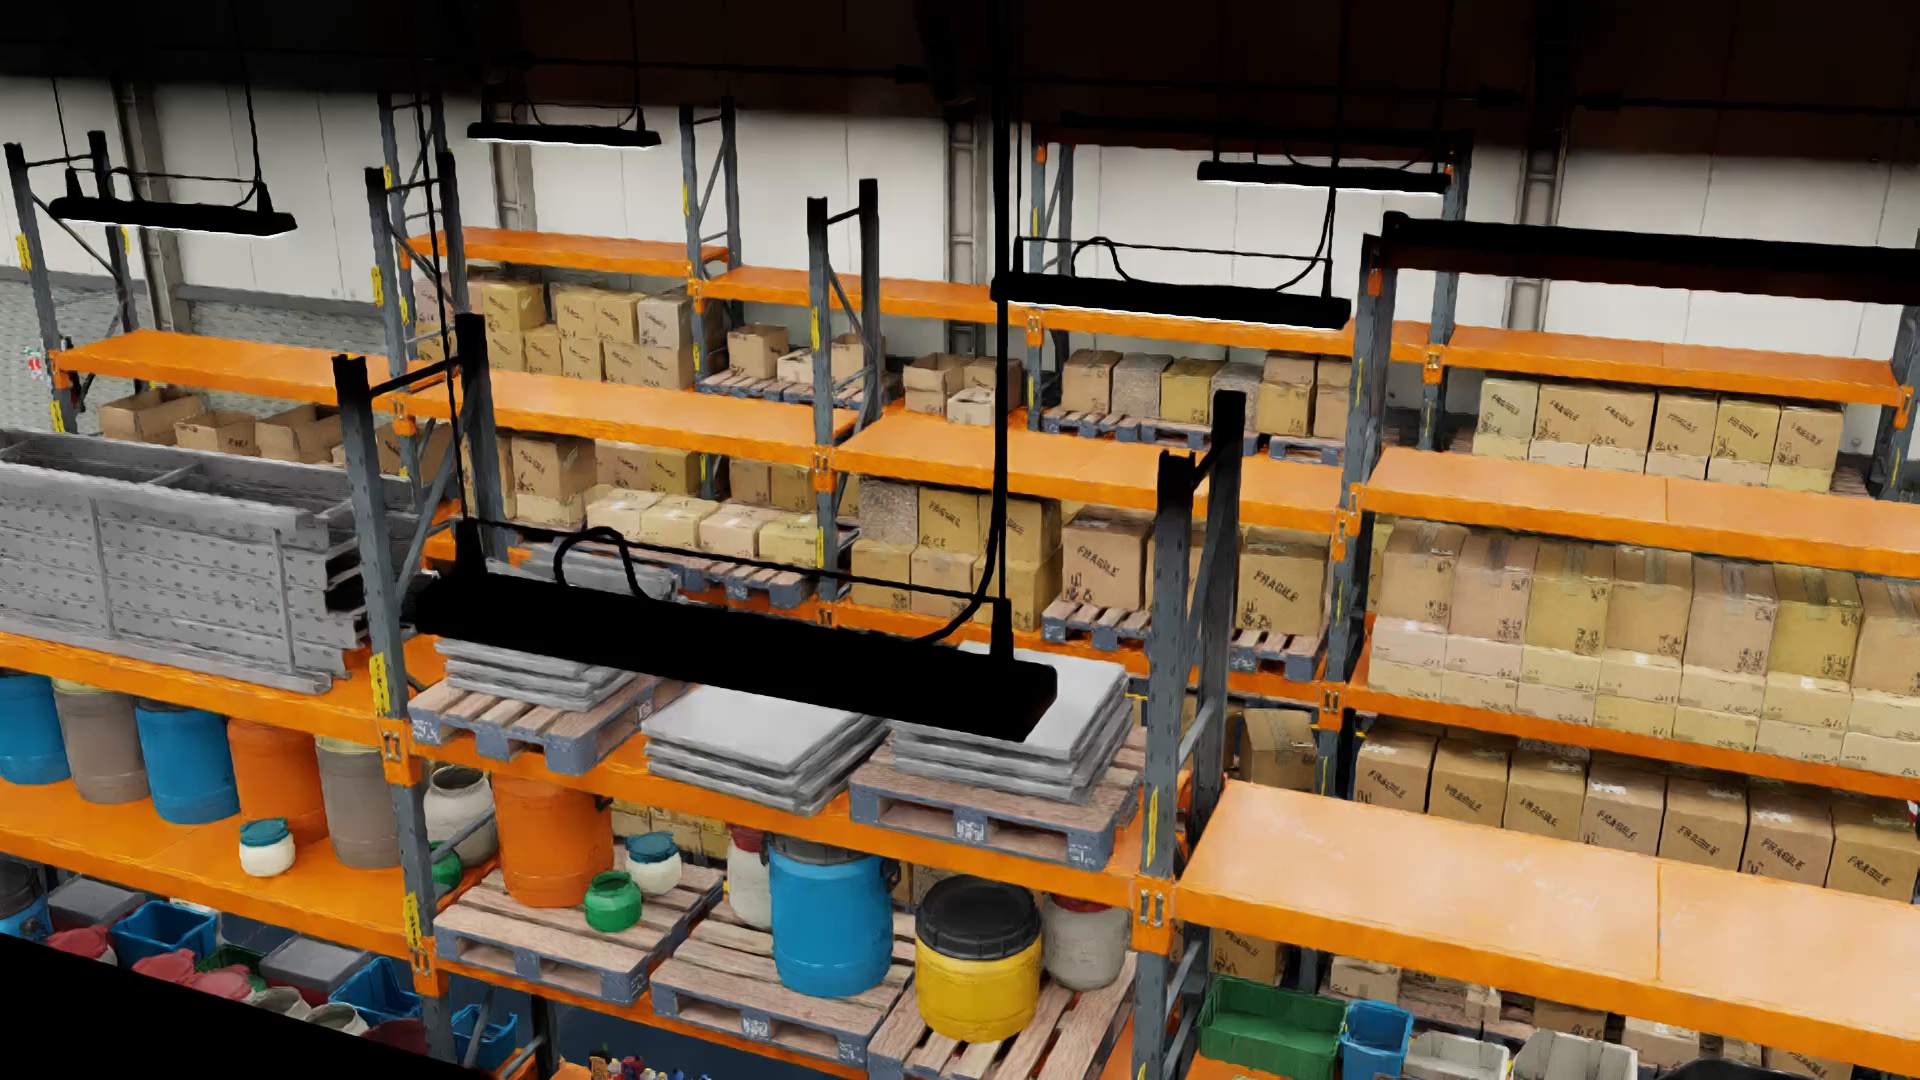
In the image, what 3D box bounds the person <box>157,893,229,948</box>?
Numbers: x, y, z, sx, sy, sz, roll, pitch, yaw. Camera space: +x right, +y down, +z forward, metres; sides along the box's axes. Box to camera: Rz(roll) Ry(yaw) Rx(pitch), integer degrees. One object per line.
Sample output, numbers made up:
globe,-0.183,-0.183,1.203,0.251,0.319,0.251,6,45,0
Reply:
person,-5.829,2.828,12.701,0.532,1.630,0.592,8,22,20
